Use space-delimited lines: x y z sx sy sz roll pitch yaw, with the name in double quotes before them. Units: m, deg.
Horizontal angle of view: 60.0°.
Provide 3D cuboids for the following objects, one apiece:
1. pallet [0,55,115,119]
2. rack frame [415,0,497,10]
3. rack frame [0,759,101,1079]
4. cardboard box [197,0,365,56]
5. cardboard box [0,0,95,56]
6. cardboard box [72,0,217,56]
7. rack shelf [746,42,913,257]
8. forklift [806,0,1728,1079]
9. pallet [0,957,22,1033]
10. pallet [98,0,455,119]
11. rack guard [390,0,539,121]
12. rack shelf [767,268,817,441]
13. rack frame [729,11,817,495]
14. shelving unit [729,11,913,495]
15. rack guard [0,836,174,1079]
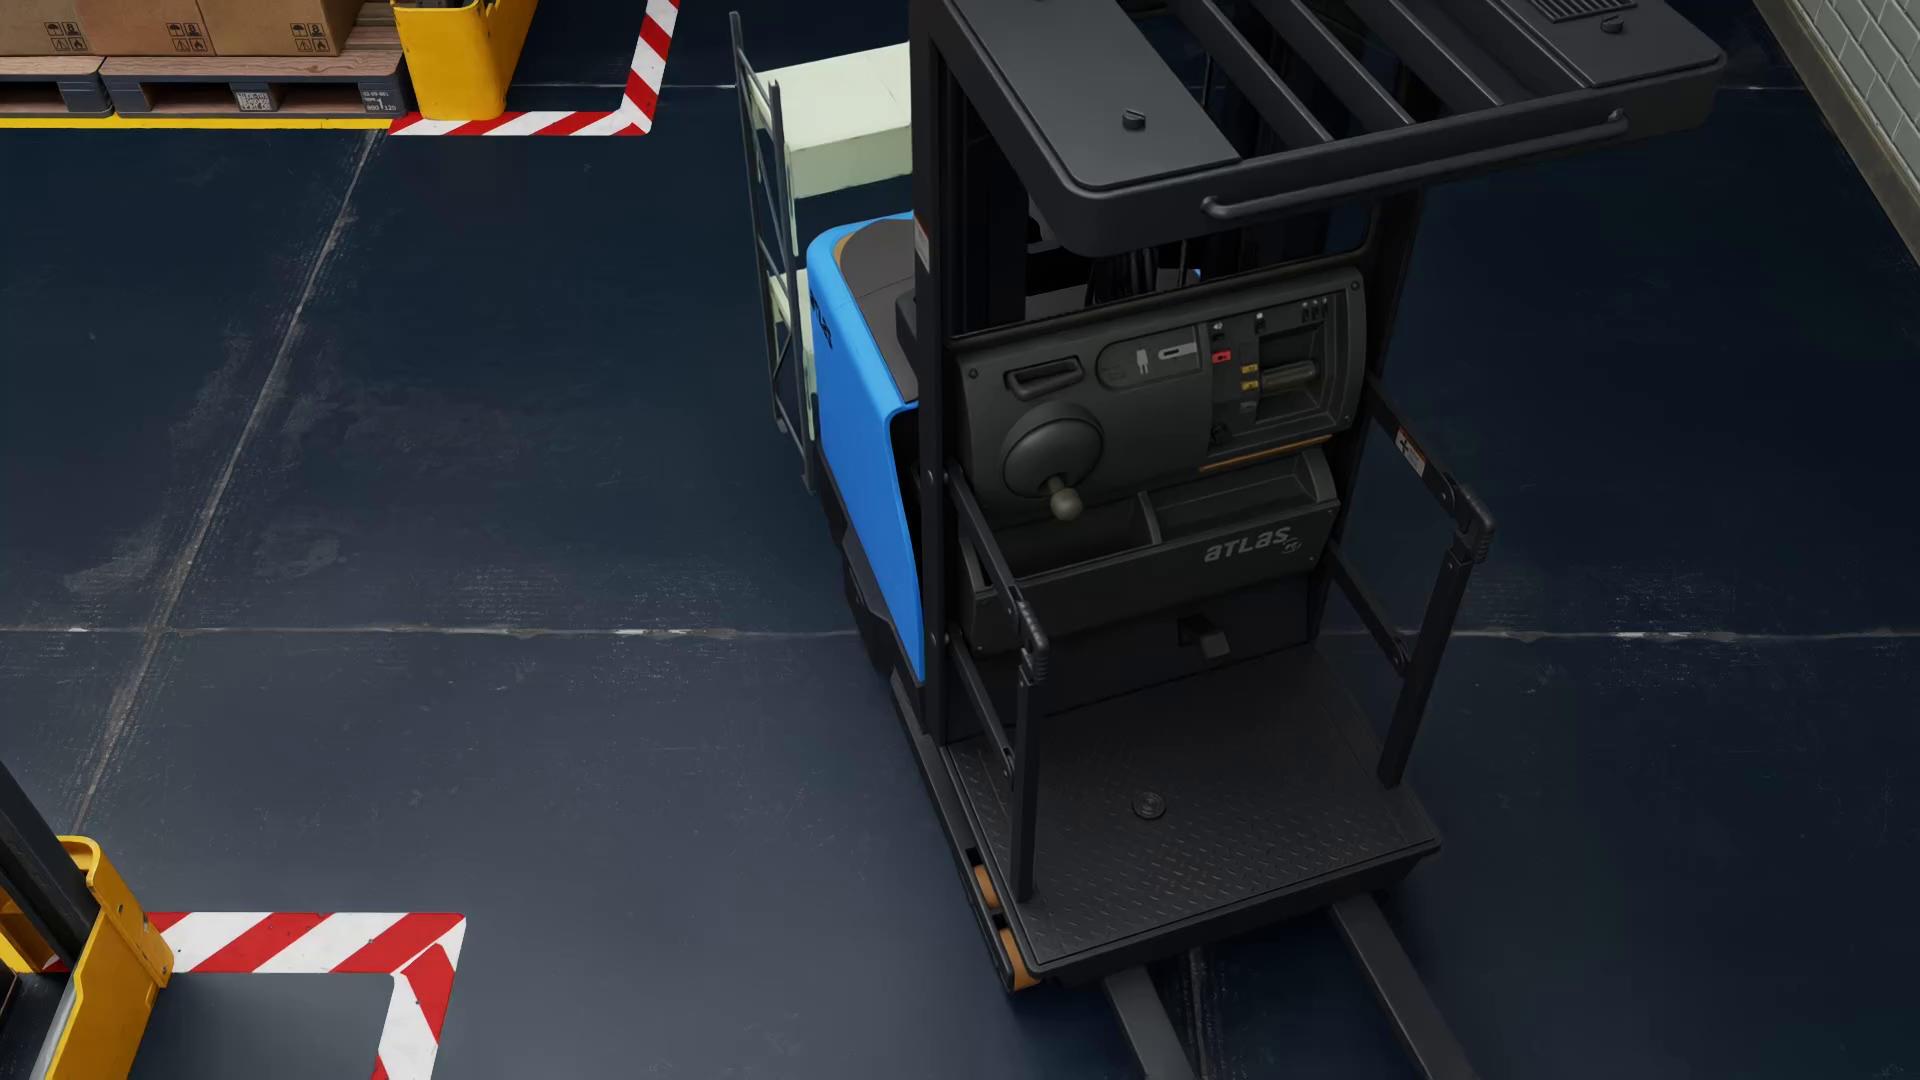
"pallet" -4.106 -2.181 7.136 1.213 0.211 1.003 0 47 0
"rack frame" -2.089 -3.181 6.161 0.127 3.000 1.000 0 47 0
"rack frame" -2.104 0.445 2.786 0.127 3.000 1.000 0 47 0
"cardboard box" -2.789 -2.401 6.856 0.500 0.500 0.700 0 47 0
"cardboard box" -3.793 -2.403 6.858 0.500 0.500 0.700 -1 47 -1
"cardboard box" -3.290 -2.402 6.858 0.500 0.500 0.700 0 47 0
"rack shelf" -0.207 -1.160 4.772 0.720 0.370 0.431 -16 49 -14
"forklift" 0.523 -0.213 3.446 1.130 2.935 3.031 -14 49 -13
"pallet" -2.977 1.394 3.809 1.213 0.211 1.003 0 47 0
"pallet" -2.889 -2.176 7.131 1.213 0.211 1.003 0 47 0
"rack guard" -2.065 -2.329 7.076 0.348 0.500 1.175 0 47 0
"rack shelf" -0.207 -0.672 5.296 0.720 0.370 0.431 -16 49 -14
"rack frame" -0.548 -0.796 4.967 0.023 1.500 0.400 -16 49 -14
"shelving unit" -0.207 -0.894 5.057 0.755 1.500 0.431 -16 49 -14
"rack guard" -2.180 1.297 3.702 0.348 0.500 1.175 0 47 0
